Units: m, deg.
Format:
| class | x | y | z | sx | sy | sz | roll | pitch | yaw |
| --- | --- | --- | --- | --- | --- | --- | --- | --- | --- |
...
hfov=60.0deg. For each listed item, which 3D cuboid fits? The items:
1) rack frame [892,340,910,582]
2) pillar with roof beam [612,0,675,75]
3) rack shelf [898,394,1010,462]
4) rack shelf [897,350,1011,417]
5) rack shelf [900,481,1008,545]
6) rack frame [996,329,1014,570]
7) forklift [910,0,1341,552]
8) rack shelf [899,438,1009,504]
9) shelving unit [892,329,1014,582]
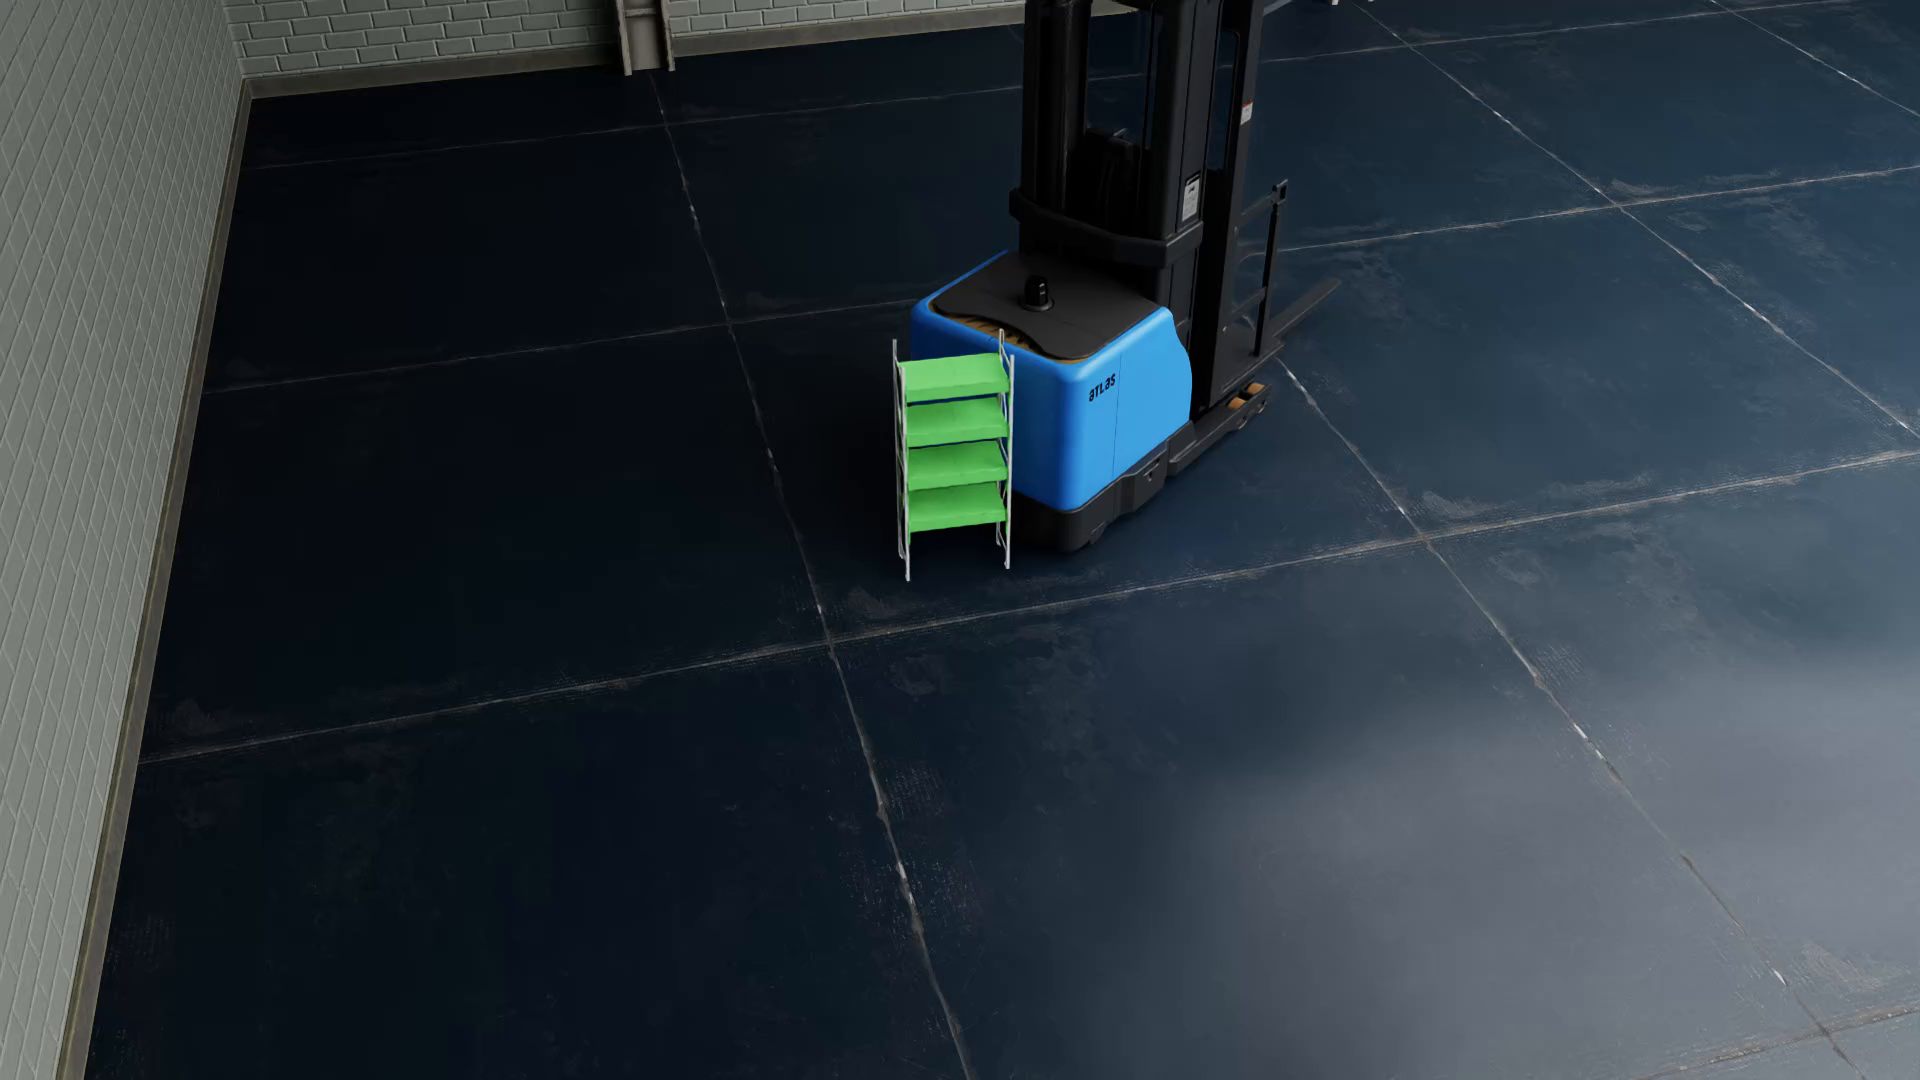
| class | x | y | z | sx | sy | sz | roll | pitch | yaw |
| --- | --- | --- | --- | --- | --- | --- | --- | --- | --- |
| rack frame | -0.271 | -0.347 | 7.695 | 0.015 | 1.200 | 0.240 | -7 | 38 | -9 |
| pillar with roof beam | -1.343 | -4.792 | 7.087 | 0.400 | 9.000 | 9.100 | -9 | 38 | -12 |
| rack shelf | -0.032 | -0.515 | 7.626 | 0.480 | 0.148 | 0.258 | -7 | 38 | -9 |
| rack shelf | -0.032 | -0.706 | 7.480 | 0.480 | 0.148 | 0.258 | -7 | 38 | -9 |
| rack shelf | -0.032 | -0.134 | 7.917 | 0.480 | 0.148 | 0.258 | -7 | 38 | -9 |
| rack frame | 0.207 | -0.404 | 7.770 | 0.015 | 1.200 | 0.240 | -7 | 38 | -9 |
| forklift | 1.057 | -1.938 | 8.351 | 1.130 | 2.935 | 3.031 | 26 | 44 | 30 |
| rack shelf | -0.032 | -0.325 | 7.772 | 0.480 | 0.148 | 0.258 | -7 | 38 | -9 |
| shelving unit | -0.032 | -0.375 | 7.733 | 0.503 | 1.200 | 0.258 | -7 | 38 | -9 |
